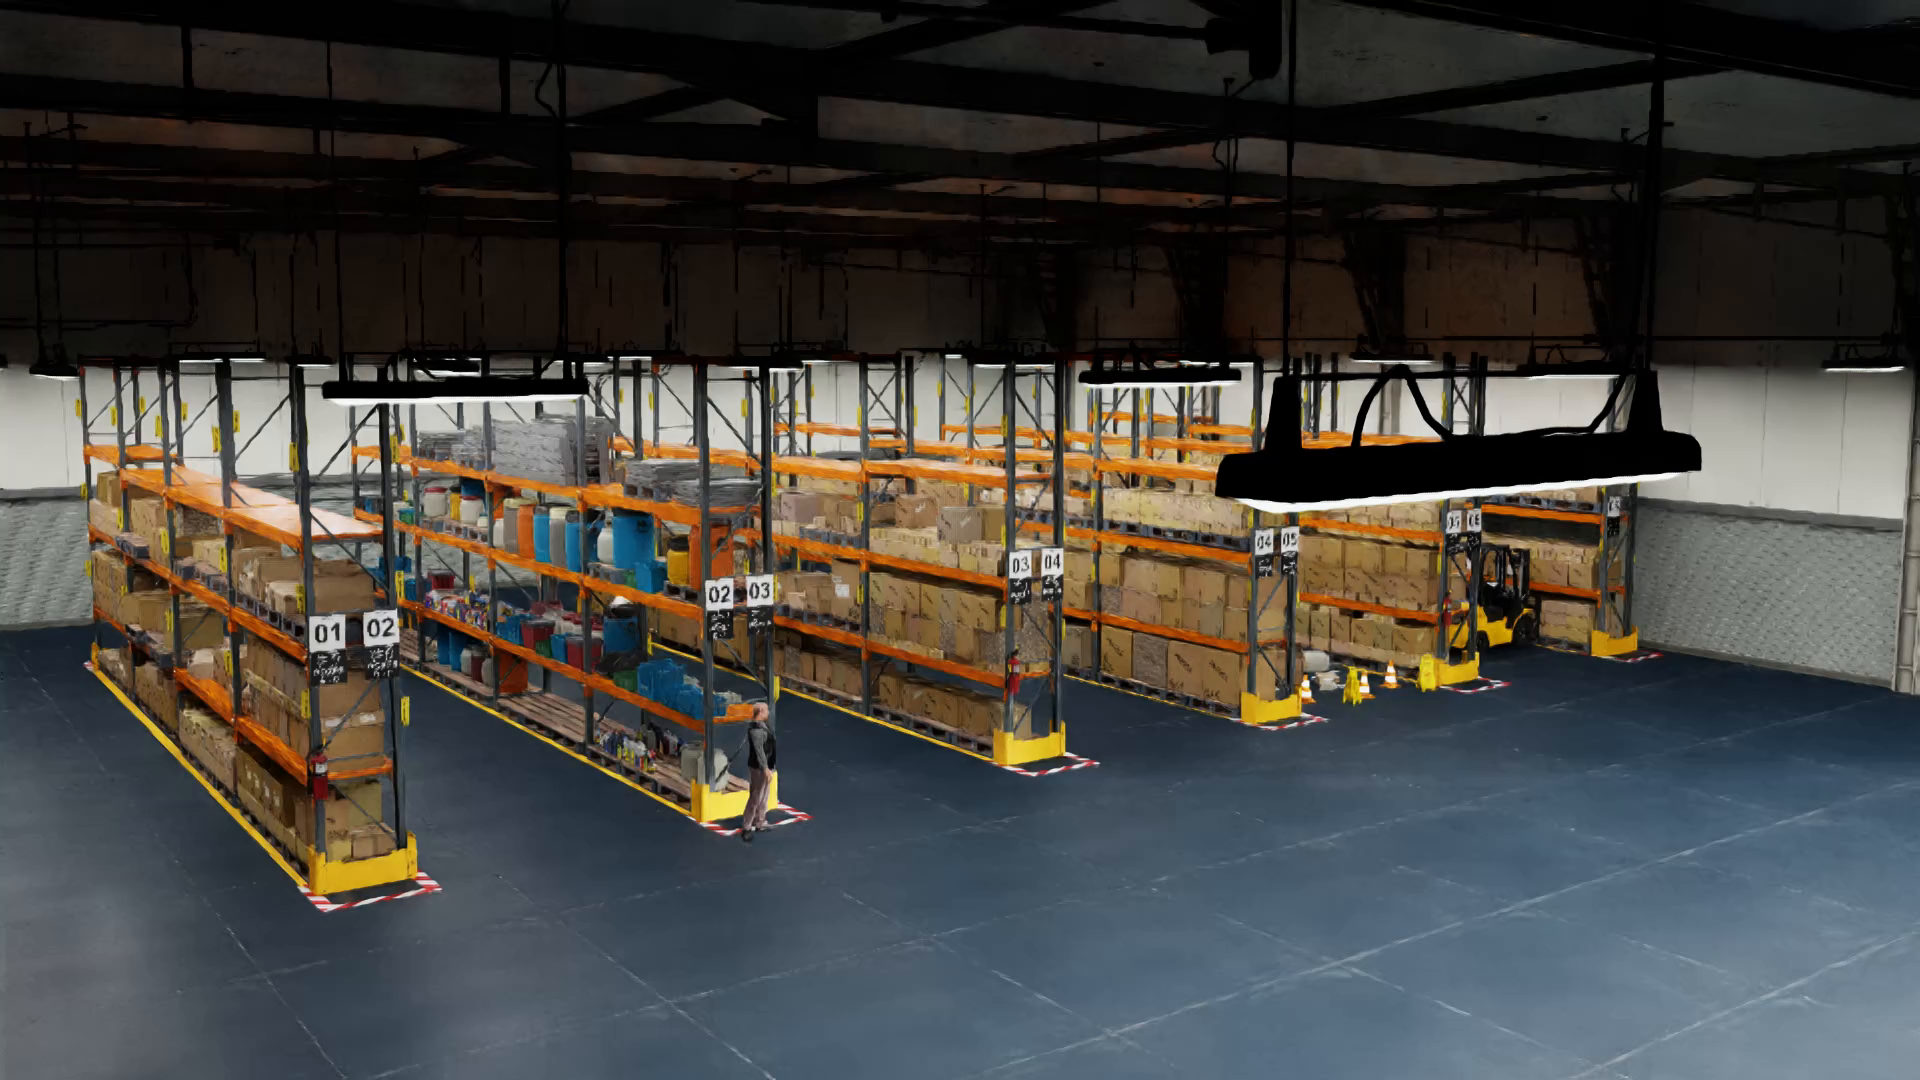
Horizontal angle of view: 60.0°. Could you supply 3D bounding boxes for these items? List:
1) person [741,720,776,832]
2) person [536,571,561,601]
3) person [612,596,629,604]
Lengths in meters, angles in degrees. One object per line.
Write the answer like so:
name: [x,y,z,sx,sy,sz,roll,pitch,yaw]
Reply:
person: [-2.573,2.998,21.231,0.442,1.435,0.493,0,7,-2]
person: [-9.666,0.747,39.022,0.582,1.609,0.784,-2,7,-14]
person: [-6.467,1.778,31.386,0.574,1.488,0.516,-1,7,-9]
